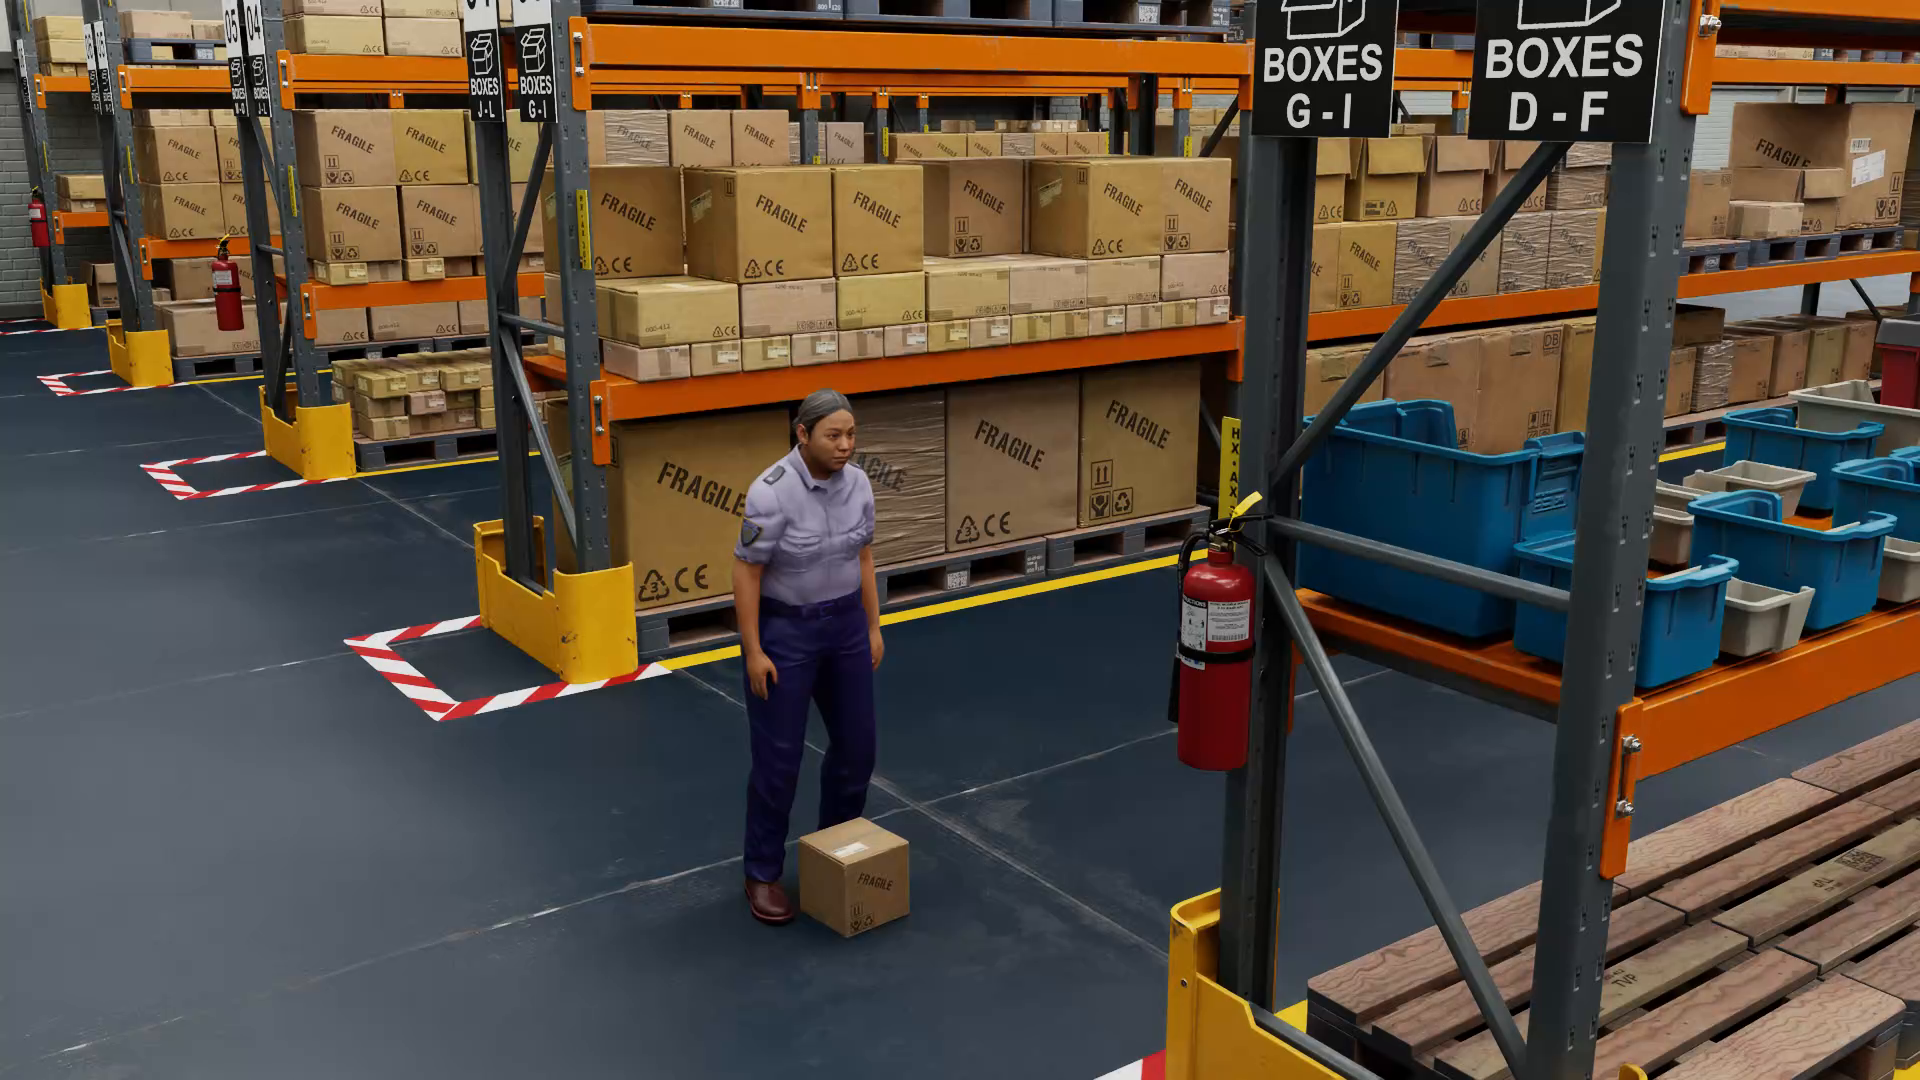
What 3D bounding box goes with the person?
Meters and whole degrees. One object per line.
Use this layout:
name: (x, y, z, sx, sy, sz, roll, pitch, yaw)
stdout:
person: (-0.477, 0.334, 5.246, 0.560, 1.651, 0.375, -12, 19, -38)
